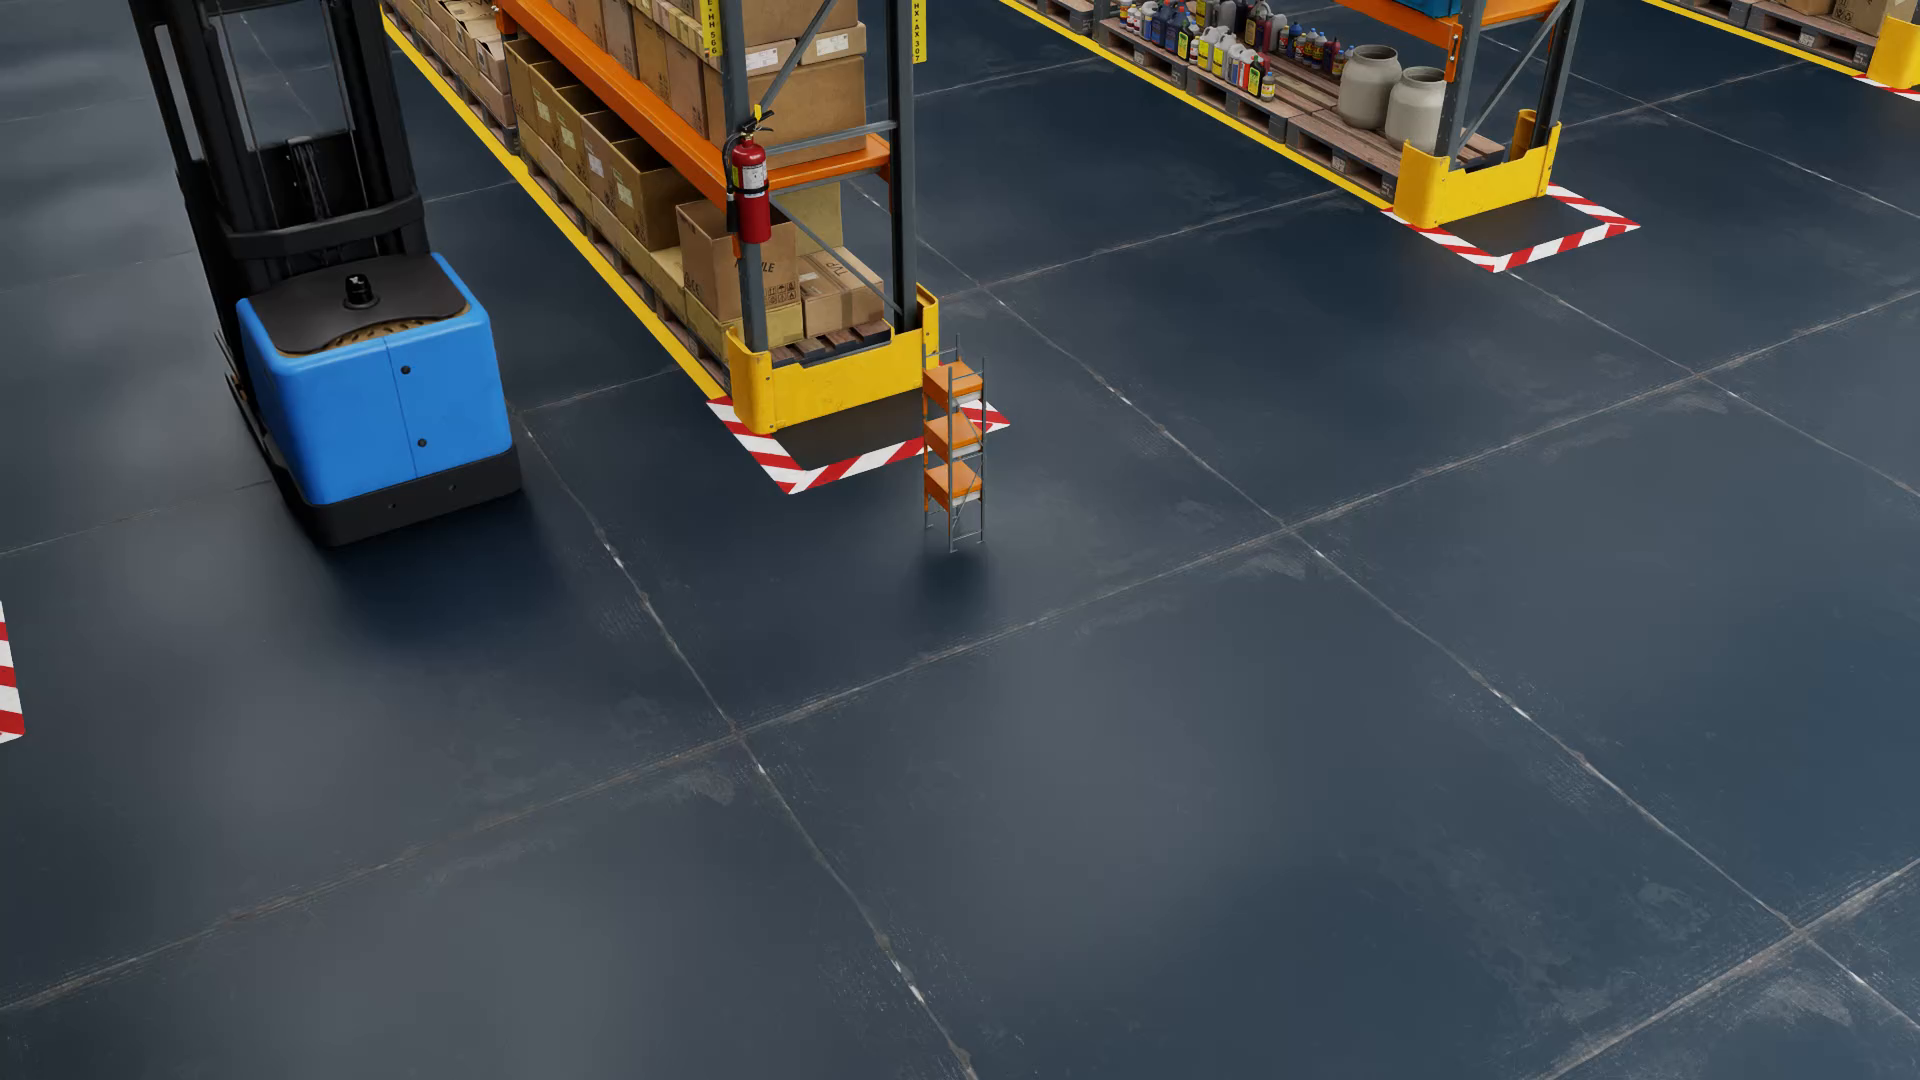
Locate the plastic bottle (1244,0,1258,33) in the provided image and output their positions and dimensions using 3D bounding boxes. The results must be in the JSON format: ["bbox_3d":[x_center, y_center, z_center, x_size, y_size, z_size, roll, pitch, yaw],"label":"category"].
[{"bbox_3d":[2.362,-4.216,13.409,0.061,0.283,0.133,-16,39,-21],"label":"plastic bottle"}]

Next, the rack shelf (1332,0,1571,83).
[{"bbox_3d":[2.579,-4.237,12.117,1.077,0.370,4.000,-19,40,-24],"label":"rack shelf"}]

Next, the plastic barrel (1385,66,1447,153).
[{"bbox_3d":[3.188,-2.985,11.547,0.421,0.512,0.421,0,36,0],"label":"plastic barrel"}]

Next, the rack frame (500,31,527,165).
[{"bbox_3d":[-2.710,-4.081,11.295,1.000,3.000,0.127,-19,40,-24],"label":"rack frame"}]

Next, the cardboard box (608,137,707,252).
[{"bbox_3d":[-1.742,-2.094,9.914,0.500,0.500,0.500,-19,40,-24],"label":"cardboard box"}]

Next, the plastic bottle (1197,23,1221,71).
[{"bbox_3d":[1.930,-3.807,12.792,0.144,0.351,0.185,-19,40,-24],"label":"plastic bottle"}]

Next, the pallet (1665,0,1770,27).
[{"bbox_3d":[6.842,-4.934,14.826,1.003,0.211,1.213,-19,40,-24],"label":"pallet"}]

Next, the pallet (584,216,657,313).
[{"bbox_3d":[-1.730,-1.914,10.692,1.003,0.211,1.213,-19,40,-24],"label":"pallet"}]

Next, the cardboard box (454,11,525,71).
[{"bbox_3d":[-3.428,-3.752,12.343,0.500,0.311,0.500,-18,40,-23],"label":"cardboard box"}]

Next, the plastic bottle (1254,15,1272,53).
[{"bbox_3d":[2.393,-4.006,13.122,0.061,0.283,0.133,-19,40,-24],"label":"plastic bottle"}]

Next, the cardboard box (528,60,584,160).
[{"bbox_3d":[-2.490,-2.861,10.964,0.500,0.500,0.500,-19,40,-24],"label":"cardboard box"}]

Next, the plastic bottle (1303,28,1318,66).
[{"bbox_3d":[2.720,-3.826,12.885,0.097,0.271,0.097,0,36,0],"label":"plastic bottle"}]

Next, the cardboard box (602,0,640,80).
[{"bbox_3d":[-1.704,-3.112,9.883,0.700,0.500,0.500,-18,40,-23],"label":"cardboard box"}]

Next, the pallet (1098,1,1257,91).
[{"bbox_3d":[1.876,-4.066,13.638,1.003,0.211,1.213,-19,40,-24],"label":"pallet"}]

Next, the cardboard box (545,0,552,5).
[{"bbox_3d":[-2.482,-3.897,10.958,0.700,0.500,0.500,-20,41,-25],"label":"cardboard box"}]

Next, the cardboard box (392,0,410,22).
[{"bbox_3d":[-4.457,-4.570,13.939,0.500,0.250,0.500,-20,41,-25],"label":"cardboard box"}]

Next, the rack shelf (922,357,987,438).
[{"bbox_3d":[-0.027,-0.672,7.817,0.215,0.259,0.240,-19,40,-24],"label":"rack shelf"}]

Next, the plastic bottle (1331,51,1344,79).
[{"bbox_3d":[2.891,-3.624,12.669,0.097,0.201,0.097,0,36,0],"label":"plastic bottle"}]

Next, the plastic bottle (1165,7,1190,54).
[{"bbox_3d":[1.716,-4.024,13.089,0.144,0.351,0.185,-21,41,-26],"label":"plastic bottle"}]

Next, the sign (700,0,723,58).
[{"bbox_3d":[-1.177,-2.451,7.880,0.100,0.325,0.005,-19,40,-24],"label":"sign"}]

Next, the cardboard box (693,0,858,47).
[{"bbox_3d":[-0.951,-2.874,8.458,0.700,0.500,0.500,-19,40,-24],"label":"cardboard box"}]

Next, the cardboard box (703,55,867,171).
[{"bbox_3d":[-0.924,-2.323,8.803,0.700,0.500,0.500,-19,40,-24],"label":"cardboard box"}]

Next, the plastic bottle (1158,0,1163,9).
[{"bbox_3d":[1.634,-4.210,13.402,0.061,0.283,0.133,-19,40,-24],"label":"plastic bottle"}]

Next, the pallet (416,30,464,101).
[{"bbox_3d":[-3.731,-3.942,13.468,1.003,0.211,1.213,-19,40,-24],"label":"pallet"}]

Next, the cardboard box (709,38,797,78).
[{"bbox_3d":[-1.057,-2.482,8.470,0.380,0.149,0.250,-20,40,-25],"label":"cardboard box"}]

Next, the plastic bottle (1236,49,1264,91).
[{"bbox_3d":[2.180,-3.528,12.474,0.152,0.276,0.135,-19,40,-24],"label":"plastic bottle"}]

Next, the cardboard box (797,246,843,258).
[{"bbox_3d":[-1.032,-1.694,10.001,0.500,0.250,0.500,-19,40,-24],"label":"cardboard box"}]

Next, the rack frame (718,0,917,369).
[{"bbox_3d":[-0.700,-2.041,8.502,1.000,3.000,0.127,-19,40,-24],"label":"rack frame"}]

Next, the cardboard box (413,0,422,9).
[{"bbox_3d":[-4.185,-4.526,13.404,0.500,0.311,0.500,-20,41,-25],"label":"cardboard box"}]

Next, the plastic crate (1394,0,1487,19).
[{"bbox_3d":[3.074,-3.614,10.781,0.499,0.251,0.616,-19,40,-24],"label":"plastic crate"}]

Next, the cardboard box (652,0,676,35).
[{"bbox_3d":[-1.443,-2.874,9.008,0.380,0.149,0.250,-18,40,-23],"label":"cardboard box"}]

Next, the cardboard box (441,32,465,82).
[{"bbox_3d":[-3.679,-3.785,12.865,0.500,0.250,0.500,-18,40,-23],"label":"cardboard box"}]

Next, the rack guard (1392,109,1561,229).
[{"bbox_3d":[3.505,-2.522,11.280,1.175,0.500,0.348,-19,40,-24],"label":"rack guard"}]

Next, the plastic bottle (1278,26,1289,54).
[{"bbox_3d":[2.567,-3.953,13.118,0.097,0.201,0.097,0,36,0],"label":"plastic bottle"}]

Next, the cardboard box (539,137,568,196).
[{"bbox_3d":[-2.492,-2.557,11.184,0.500,0.250,0.500,-19,40,-24],"label":"cardboard box"}]

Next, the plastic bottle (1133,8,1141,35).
[{"bbox_3d":[1.458,-4.198,13.455,0.097,0.201,0.097,0,36,0],"label":"plastic bottle"}]

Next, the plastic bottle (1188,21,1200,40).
[{"bbox_3d":[1.822,-3.928,13.025,0.097,0.271,0.097,0,36,0],"label":"plastic bottle"}]

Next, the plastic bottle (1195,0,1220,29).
[{"bbox_3d":[2.023,-4.369,13.562,0.144,0.351,0.185,-19,40,-24],"label":"plastic bottle"}]

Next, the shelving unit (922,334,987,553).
[{"bbox_3d":[-0.027,-0.451,7.978,0.215,1.050,0.252,-19,40,-24],"label":"shelving unit"}]

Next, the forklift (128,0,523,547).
[{"bbox_3d":[-3.440,-1.990,8.490,1.130,2.935,3.031,-20,41,-25],"label":"forklift"}]

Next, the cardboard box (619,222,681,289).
[{"bbox_3d":[-1.740,-1.792,10.136,0.500,0.250,0.500,-19,40,-24],"label":"cardboard box"}]
